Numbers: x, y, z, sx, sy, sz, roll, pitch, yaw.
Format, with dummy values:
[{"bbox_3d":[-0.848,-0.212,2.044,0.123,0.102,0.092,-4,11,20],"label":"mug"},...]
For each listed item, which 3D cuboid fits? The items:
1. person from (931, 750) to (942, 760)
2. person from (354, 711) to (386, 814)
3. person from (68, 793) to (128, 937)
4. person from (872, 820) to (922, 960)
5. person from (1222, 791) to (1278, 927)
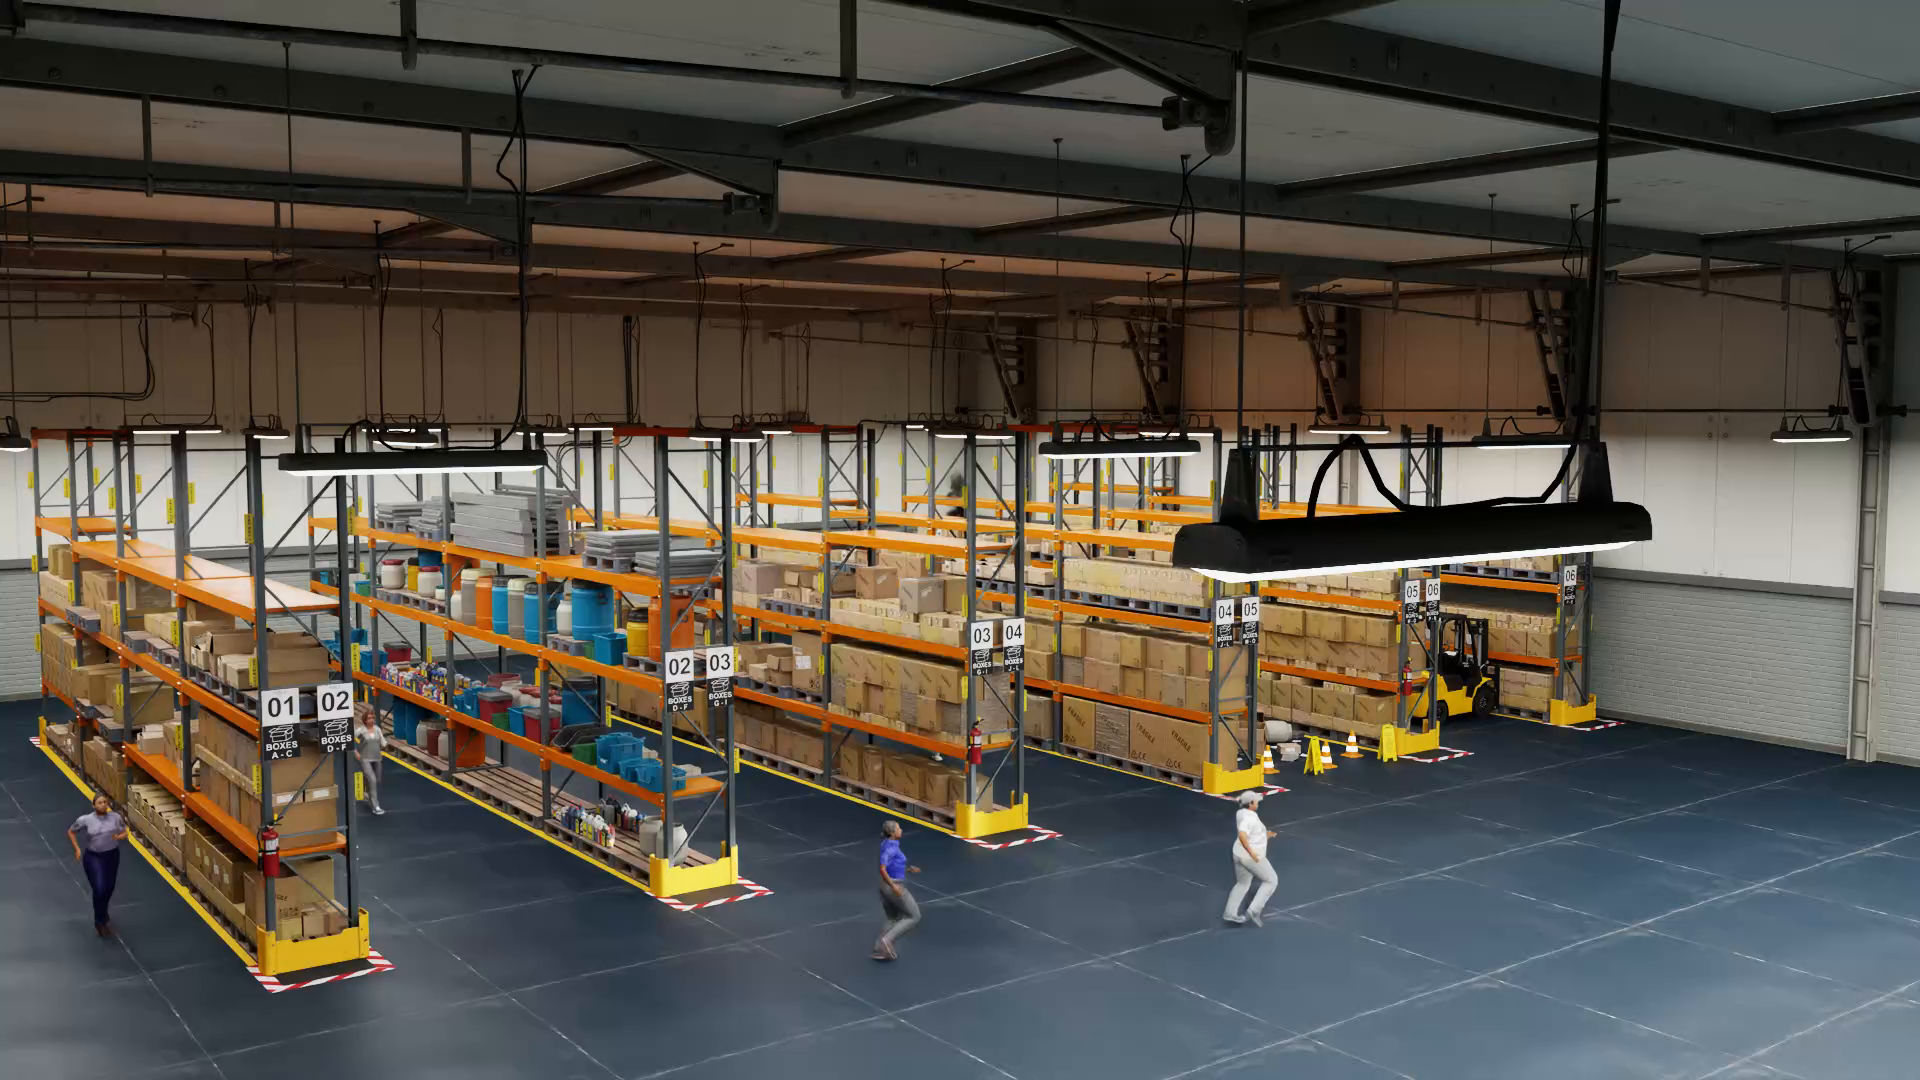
[{"bbox_3d":[-0.346,3.207,30.038,0.596,1.536,0.577,-4,6,-44],"label":"person"},{"bbox_3d":[-9.301,3.480,26.183,0.841,1.570,0.546,4,6,44],"label":"person"},{"bbox_3d":[-10.448,3.923,20.230,0.767,1.710,0.580,4,6,40],"label":"person"},{"bbox_3d":[-0.719,4.013,19.090,0.599,1.616,0.557,-2,5,-19],"label":"person"},{"bbox_3d":[3.572,3.906,20.382,0.681,1.678,0.577,-1,5,-16],"label":"person"}]
